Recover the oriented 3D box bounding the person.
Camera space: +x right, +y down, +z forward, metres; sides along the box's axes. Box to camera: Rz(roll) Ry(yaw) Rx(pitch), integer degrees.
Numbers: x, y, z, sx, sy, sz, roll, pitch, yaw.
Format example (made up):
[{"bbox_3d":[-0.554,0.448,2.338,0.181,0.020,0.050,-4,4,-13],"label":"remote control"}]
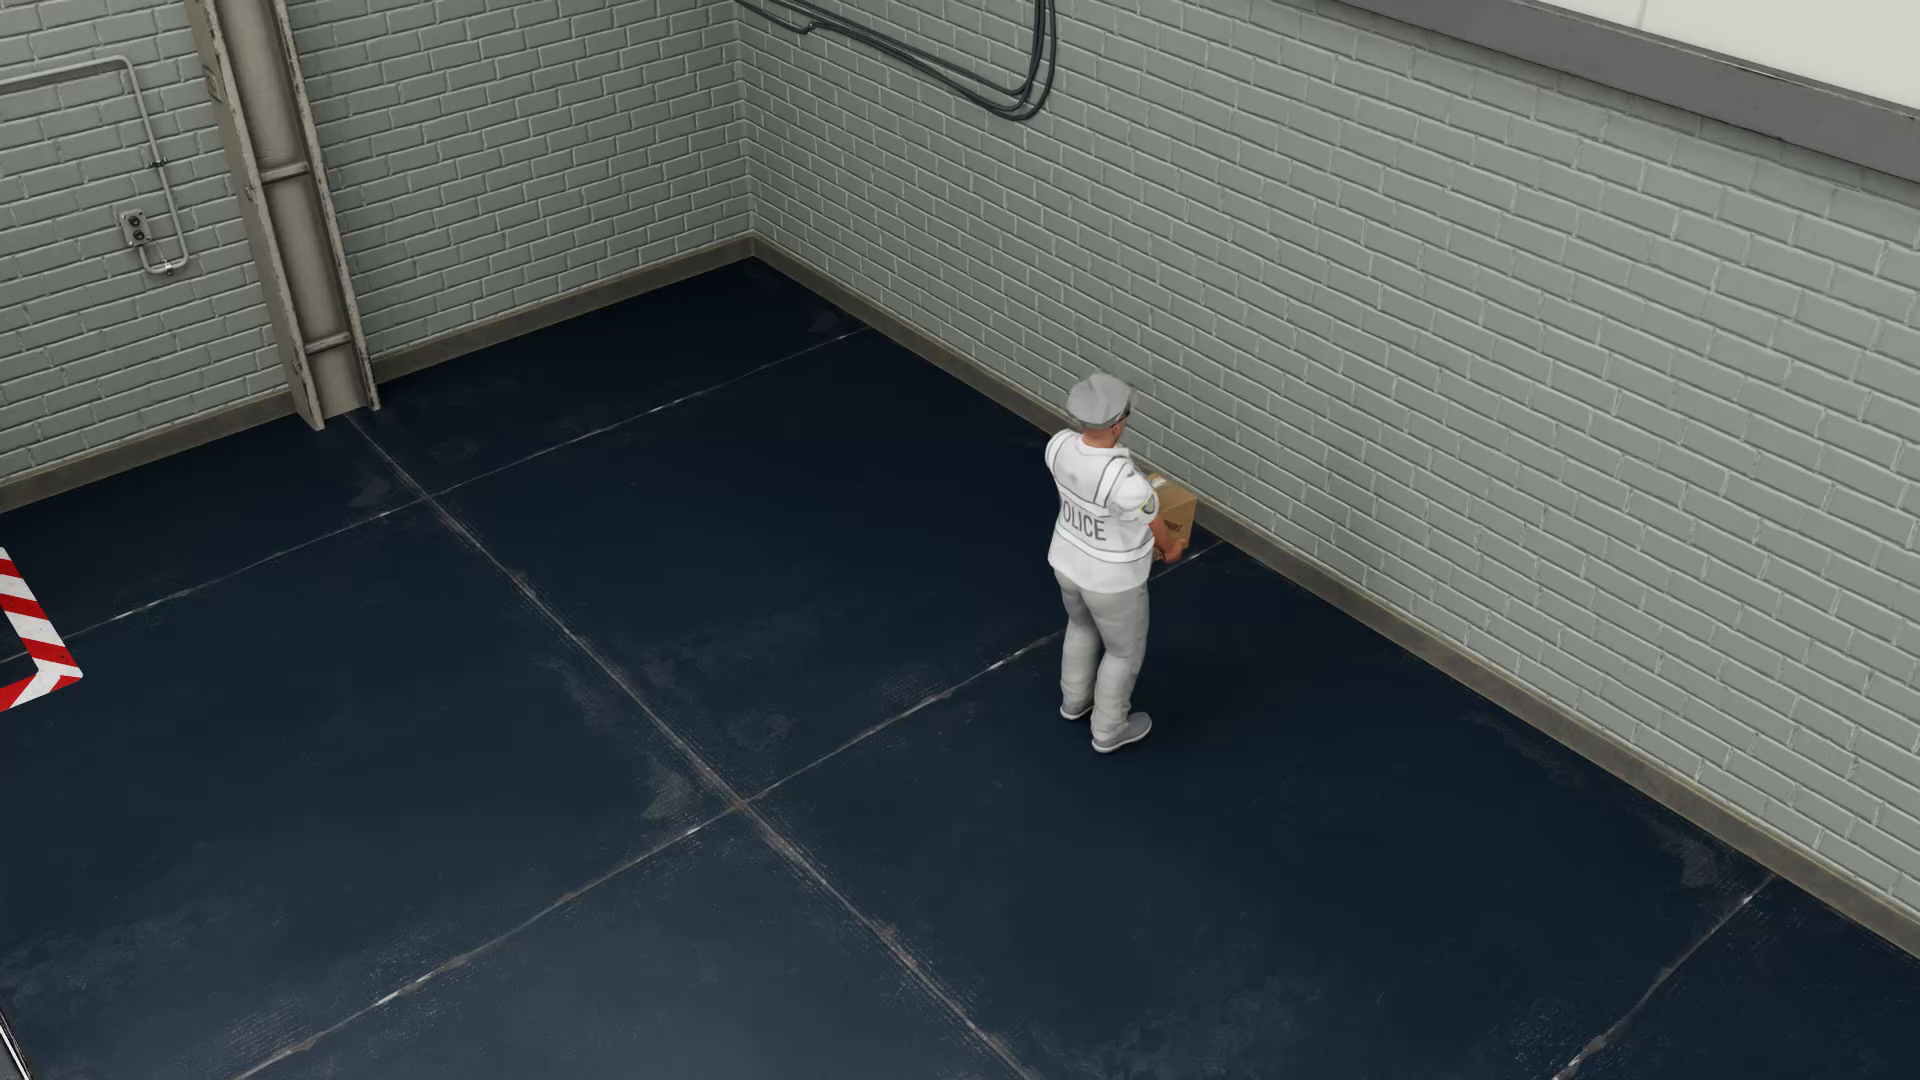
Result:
[{"bbox_3d":[0.648,0.068,6.966,0.566,1.771,0.490,-26,43,-31],"label":"person"}]
